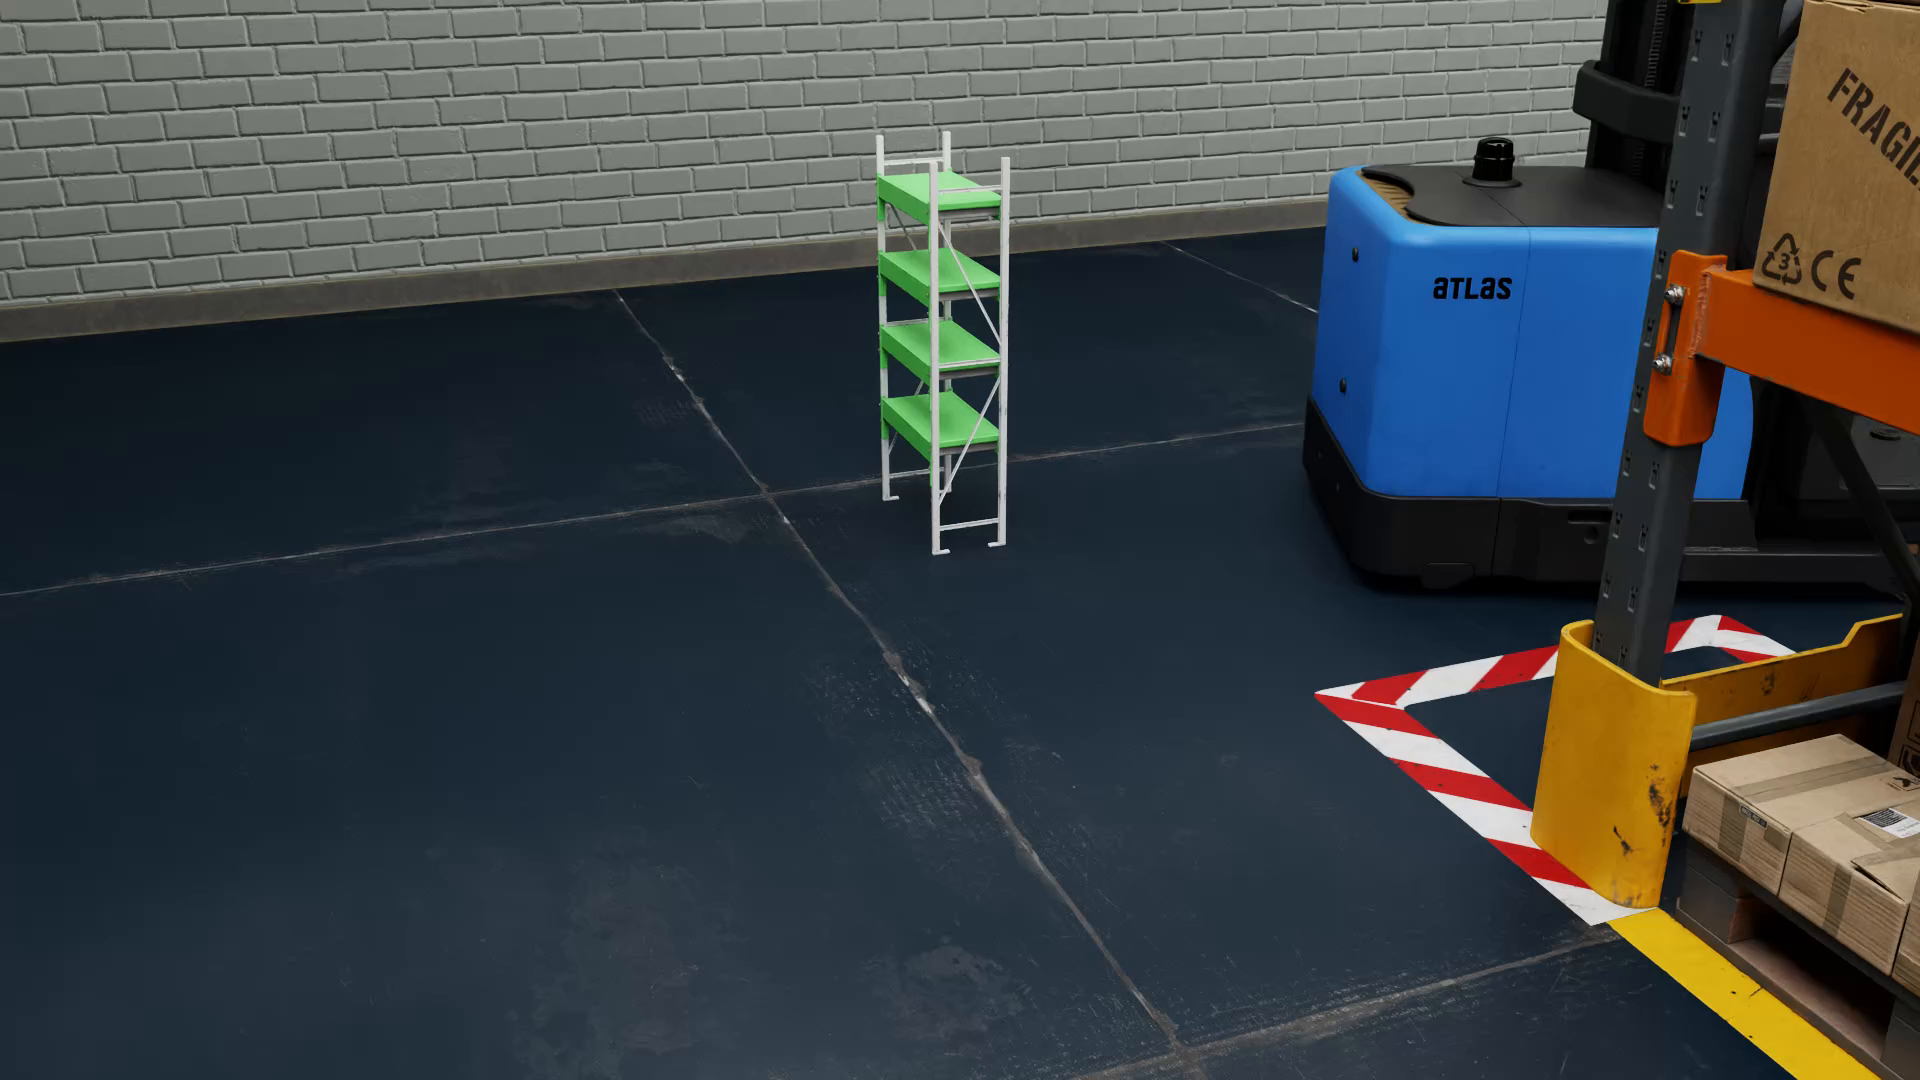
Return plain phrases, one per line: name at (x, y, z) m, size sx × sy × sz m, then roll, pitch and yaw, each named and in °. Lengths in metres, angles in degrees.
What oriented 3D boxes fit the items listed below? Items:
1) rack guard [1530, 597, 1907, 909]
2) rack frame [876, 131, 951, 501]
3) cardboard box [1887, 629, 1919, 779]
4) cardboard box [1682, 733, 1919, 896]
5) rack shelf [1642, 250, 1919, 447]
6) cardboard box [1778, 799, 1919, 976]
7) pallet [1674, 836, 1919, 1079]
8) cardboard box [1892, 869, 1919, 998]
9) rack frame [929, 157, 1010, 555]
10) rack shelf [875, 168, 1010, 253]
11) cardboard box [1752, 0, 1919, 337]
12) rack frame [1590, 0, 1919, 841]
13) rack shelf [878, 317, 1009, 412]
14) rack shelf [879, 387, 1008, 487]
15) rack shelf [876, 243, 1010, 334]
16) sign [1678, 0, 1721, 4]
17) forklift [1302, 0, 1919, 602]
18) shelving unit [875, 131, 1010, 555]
rack guard at (1.854, 0.398, 3.663) m, size 1.175 × 0.500 × 0.348 m, roll -8°, pitch 24°, yaw -19°
rack frame at (-0.145, -0.702, 5.370) m, size 0.240 × 1.200 × 0.015 m, roll -8°, pitch 24°, yaw -19°
cardboard box at (2.249, 0.331, 3.254) m, size 0.500 × 0.500 × 0.500 m, roll -8°, pitch 24°, yaw -19°
cardboard box at (1.653, 0.529, 3.238) m, size 0.380 × 0.149 × 0.250 m, roll -8°, pitch 24°, yaw -19°
rack shelf at (2.533, 0.276, 1.658) m, size 1.077 × 0.370 × 4.000 m, roll -8°, pitch 24°, yaw -19°
cardboard box at (1.742, 0.611, 3.019) m, size 0.380 × 0.166 × 0.250 m, roll -8°, pitch 24°, yaw -19°
pallet at (2.136, 0.821, 3.032) m, size 1.003 × 0.211 × 1.213 m, roll -8°, pitch 24°, yaw -19°
cardboard box at (1.930, 0.701, 2.699) m, size 0.500 × 0.250 × 0.500 m, roll -8°, pitch 24°, yaw -19°
rack frame at (0.028, -0.524, 4.949) m, size 0.240 × 1.200 × 0.015 m, roll -8°, pitch 24°, yaw -19°
rack shelf at (-0.058, -0.996, 4.998) m, size 0.258 × 0.148 × 0.480 m, roll -8°, pitch 24°, yaw -19°
cardboard box at (1.737, -0.630, 2.755) m, size 0.500 × 0.500 × 0.500 m, roll -8°, pitch 24°, yaw -18°
rack frame at (1.827, -0.782, 3.243) m, size 1.000 × 3.000 × 0.127 m, roll -8°, pitch 24°, yaw -19°
rack shelf at (-0.058, -0.554, 5.184) m, size 0.258 × 0.148 × 0.480 m, roll -8°, pitch 24°, yaw -19°
rack shelf at (-0.058, -0.333, 5.278) m, size 0.258 × 0.148 × 0.480 m, roll -8°, pitch 24°, yaw -19°
rack shelf at (-0.058, -0.775, 5.091) m, size 0.258 × 0.148 × 0.480 m, roll -8°, pitch 24°, yaw -19°
sign at (1.319, -1.106, 2.898) m, size 0.100 × 0.325 × 0.005 m, roll -8°, pitch 24°, yaw -19°
forklift at (2.680, -1.376, 4.740) m, size 3.031 × 2.935 × 1.130 m, roll 0°, pitch 23°, yaw 1°
shelving unit at (-0.058, -0.613, 5.160) m, size 0.258 × 1.200 × 0.503 m, roll -8°, pitch 24°, yaw -19°
